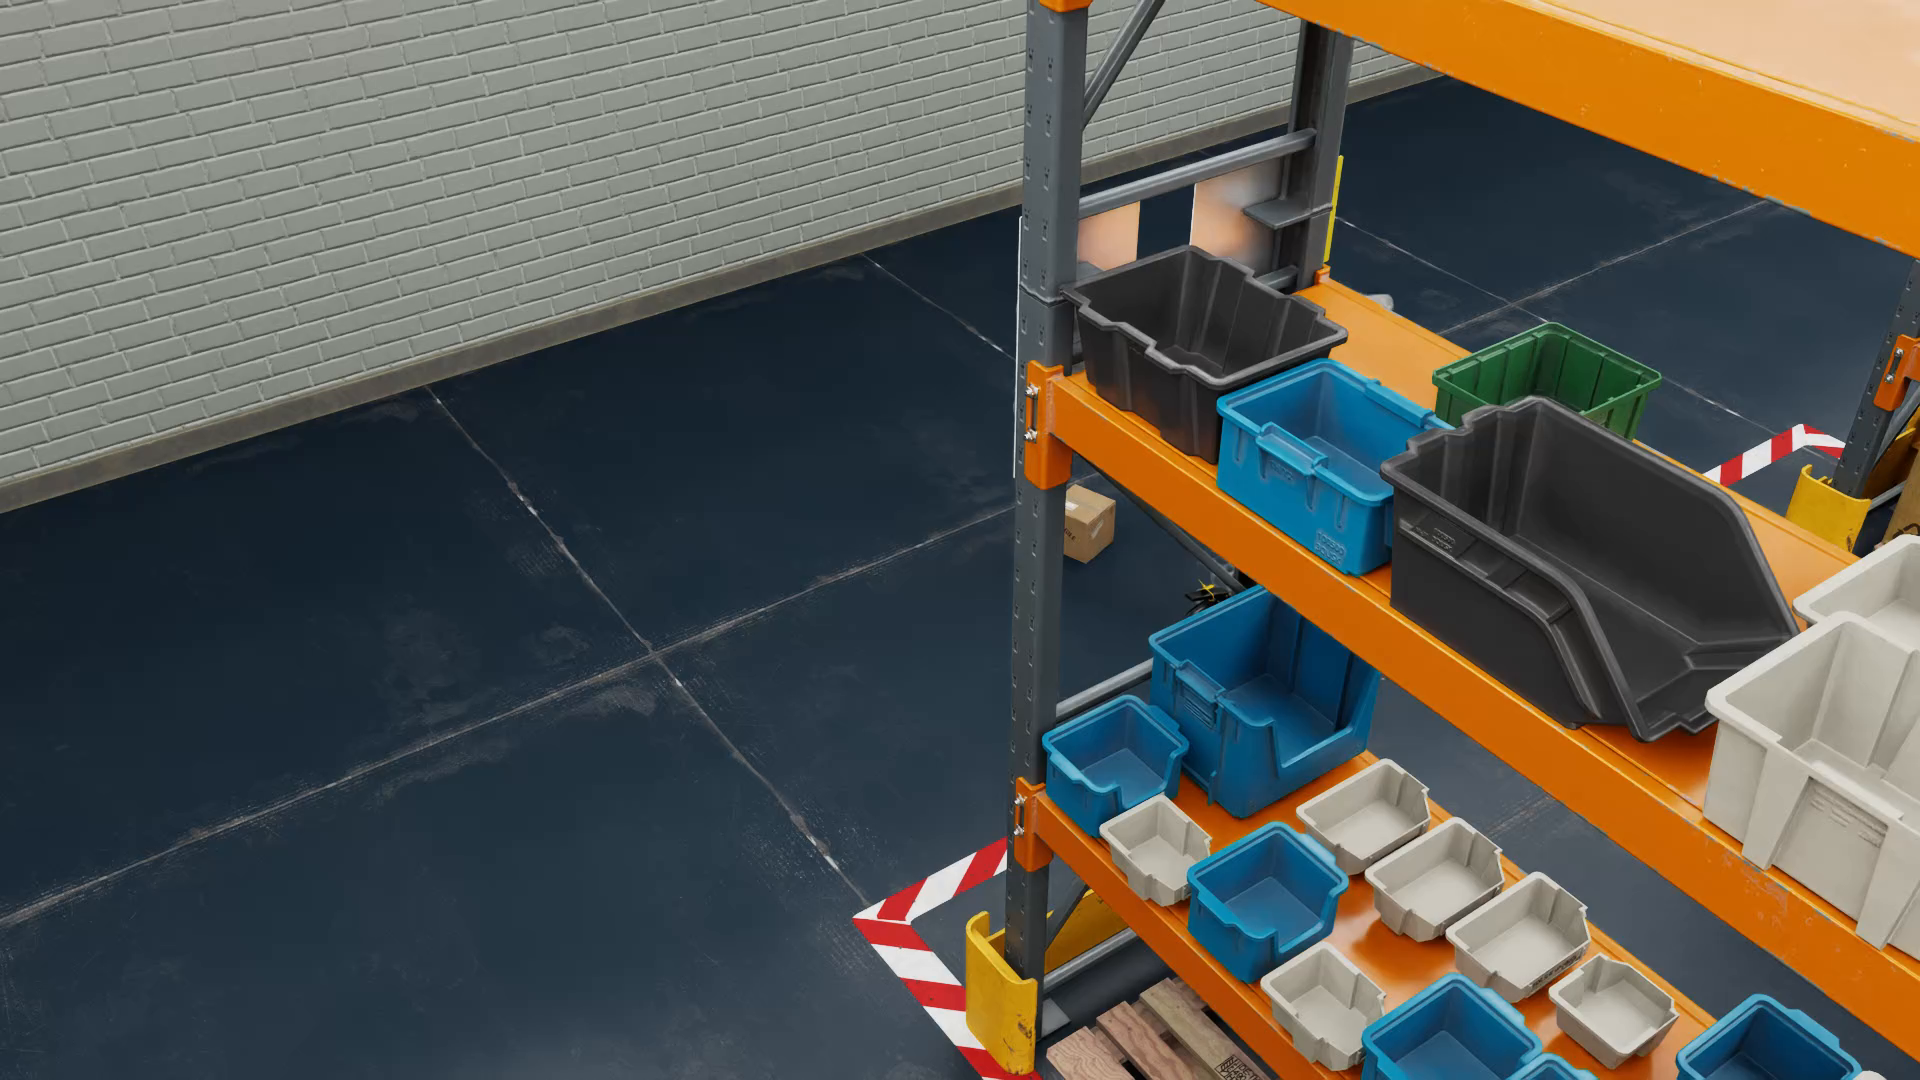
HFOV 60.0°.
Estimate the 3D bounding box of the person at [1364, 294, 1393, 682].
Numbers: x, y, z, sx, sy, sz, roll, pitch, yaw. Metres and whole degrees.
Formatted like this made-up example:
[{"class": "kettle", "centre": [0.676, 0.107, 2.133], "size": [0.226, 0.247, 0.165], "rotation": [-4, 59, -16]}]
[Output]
[{"class": "person", "centre": [1.763, -0.235, 7.333], "size": [0.736, 1.826, 0.586], "rotation": [11, 38, 15]}]
